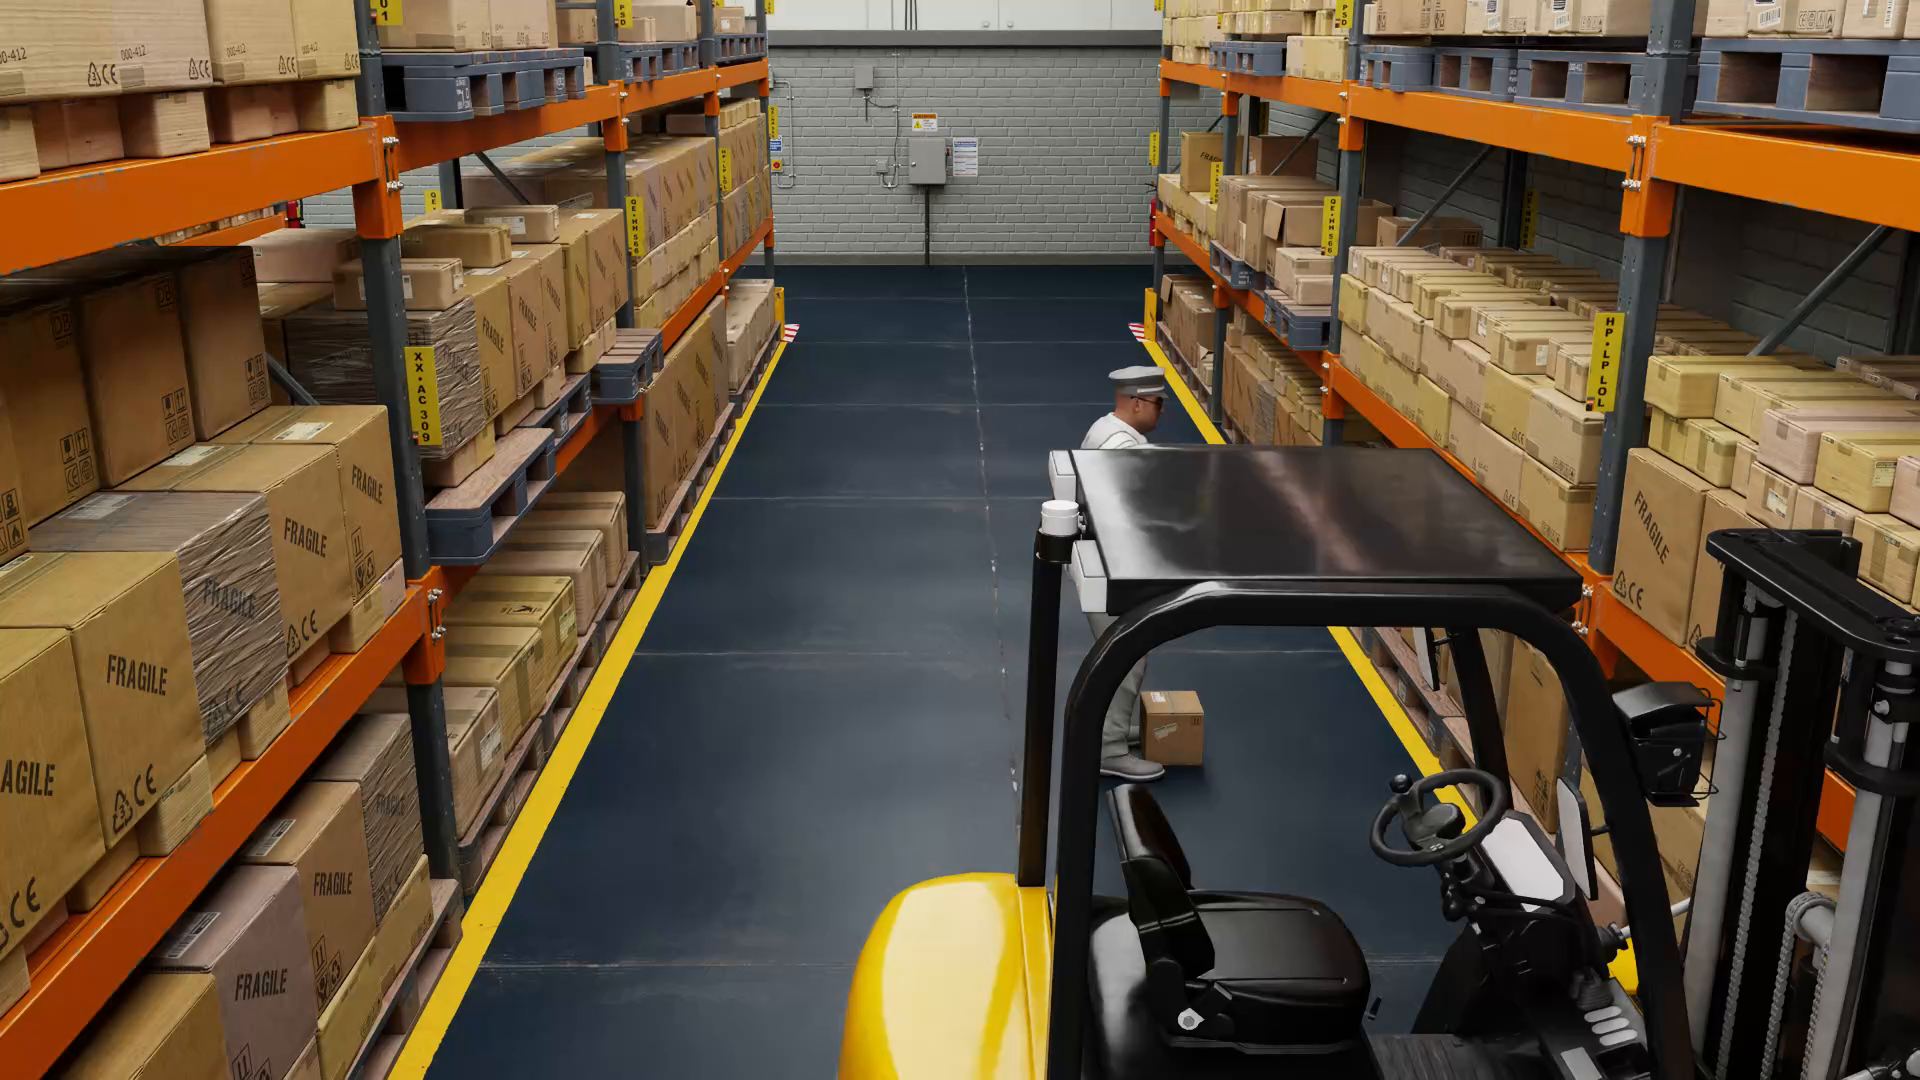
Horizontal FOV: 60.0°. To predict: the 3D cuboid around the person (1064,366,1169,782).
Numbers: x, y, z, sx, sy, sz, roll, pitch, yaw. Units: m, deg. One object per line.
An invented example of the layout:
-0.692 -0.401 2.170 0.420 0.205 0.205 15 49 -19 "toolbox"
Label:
0.660 0.121 7.136 0.439 1.748 0.586 0 17 -1 "person"
